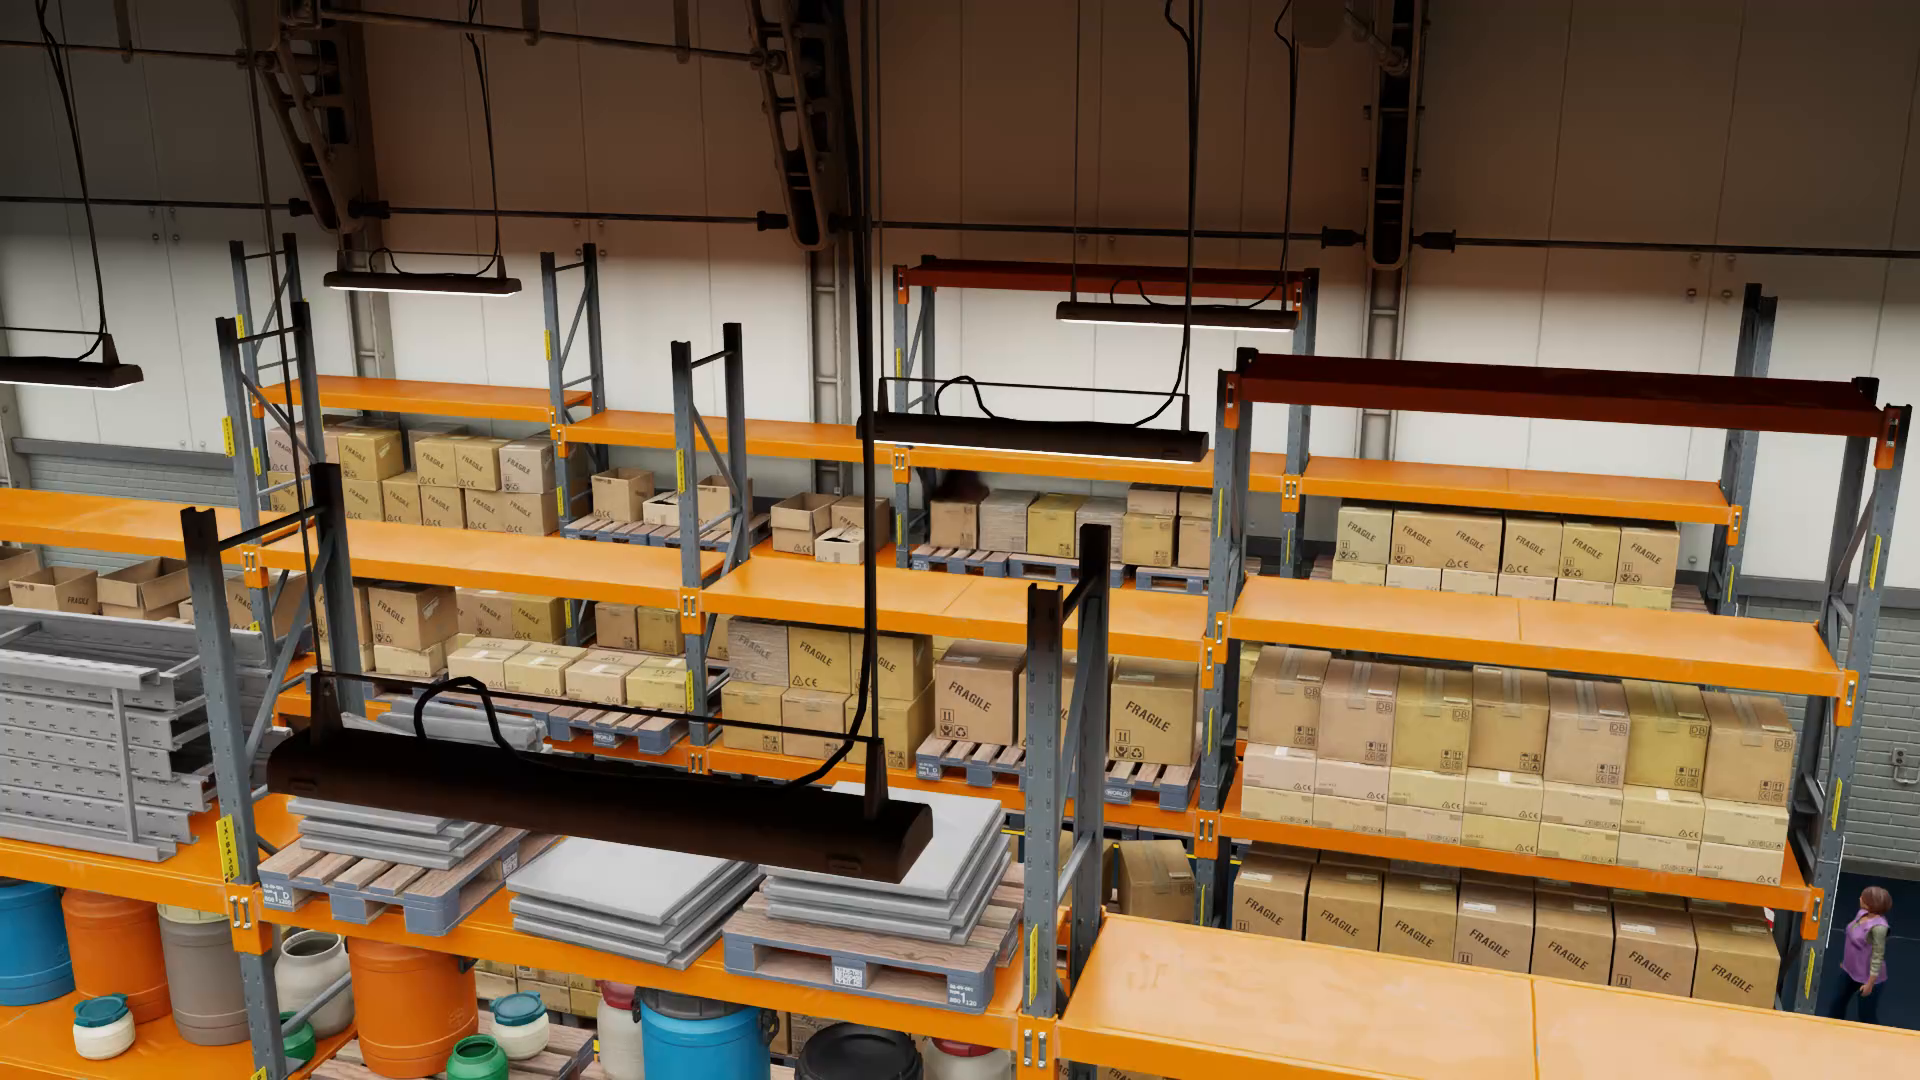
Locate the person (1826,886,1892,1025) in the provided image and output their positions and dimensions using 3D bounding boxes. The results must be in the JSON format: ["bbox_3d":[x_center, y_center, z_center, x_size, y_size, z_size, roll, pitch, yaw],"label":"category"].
[{"bbox_3d":[7.301,3.557,13.591,0.520,1.599,0.462,0,16,-1],"label":"person"}]
